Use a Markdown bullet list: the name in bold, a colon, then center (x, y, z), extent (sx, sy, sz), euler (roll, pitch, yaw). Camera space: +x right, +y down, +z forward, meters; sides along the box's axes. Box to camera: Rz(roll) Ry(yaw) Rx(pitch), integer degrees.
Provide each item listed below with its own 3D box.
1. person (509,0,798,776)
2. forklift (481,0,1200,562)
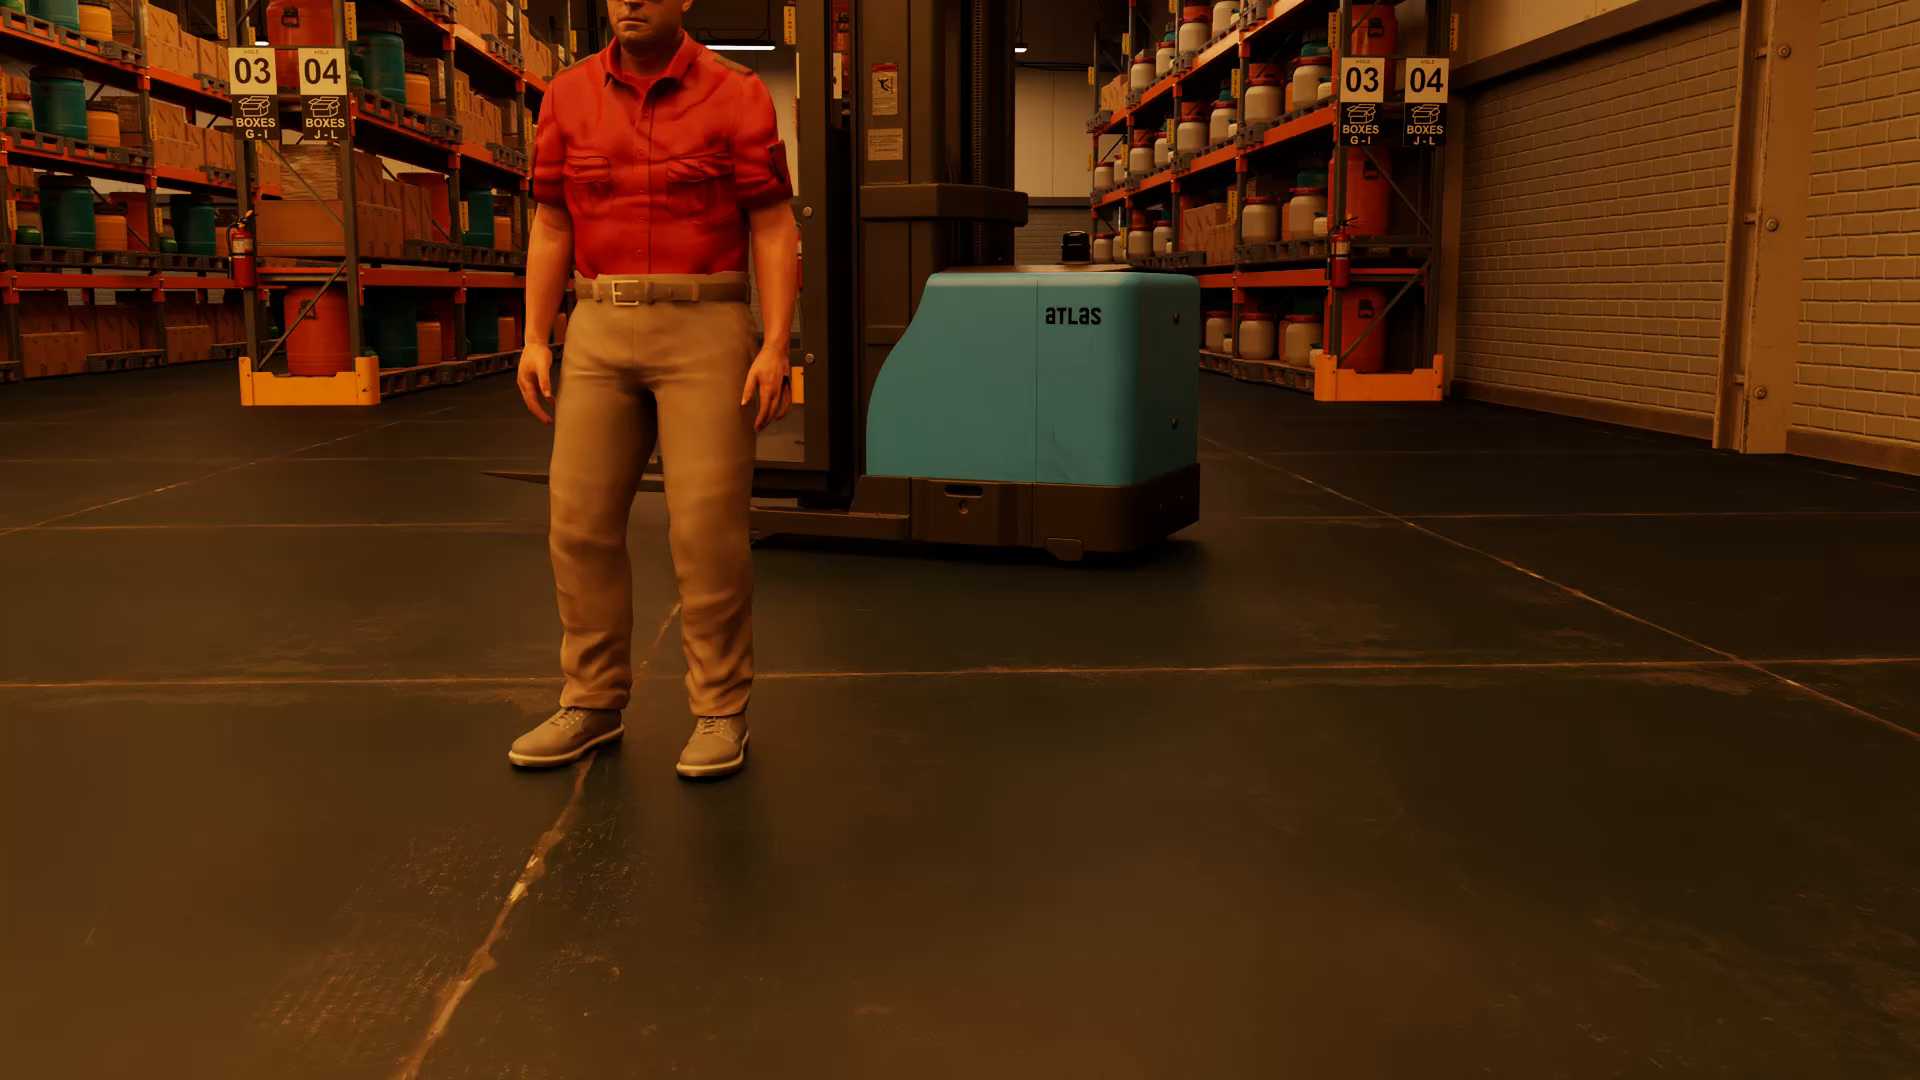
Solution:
- **person**: center (-0.646, -0.384, 3.512), extent (0.607, 1.727, 0.397), euler (1, 9, 10)
- **forklift**: center (-0.579, -1.486, 6.835), extent (3.031, 2.935, 1.130), euler (4, 9, 23)
